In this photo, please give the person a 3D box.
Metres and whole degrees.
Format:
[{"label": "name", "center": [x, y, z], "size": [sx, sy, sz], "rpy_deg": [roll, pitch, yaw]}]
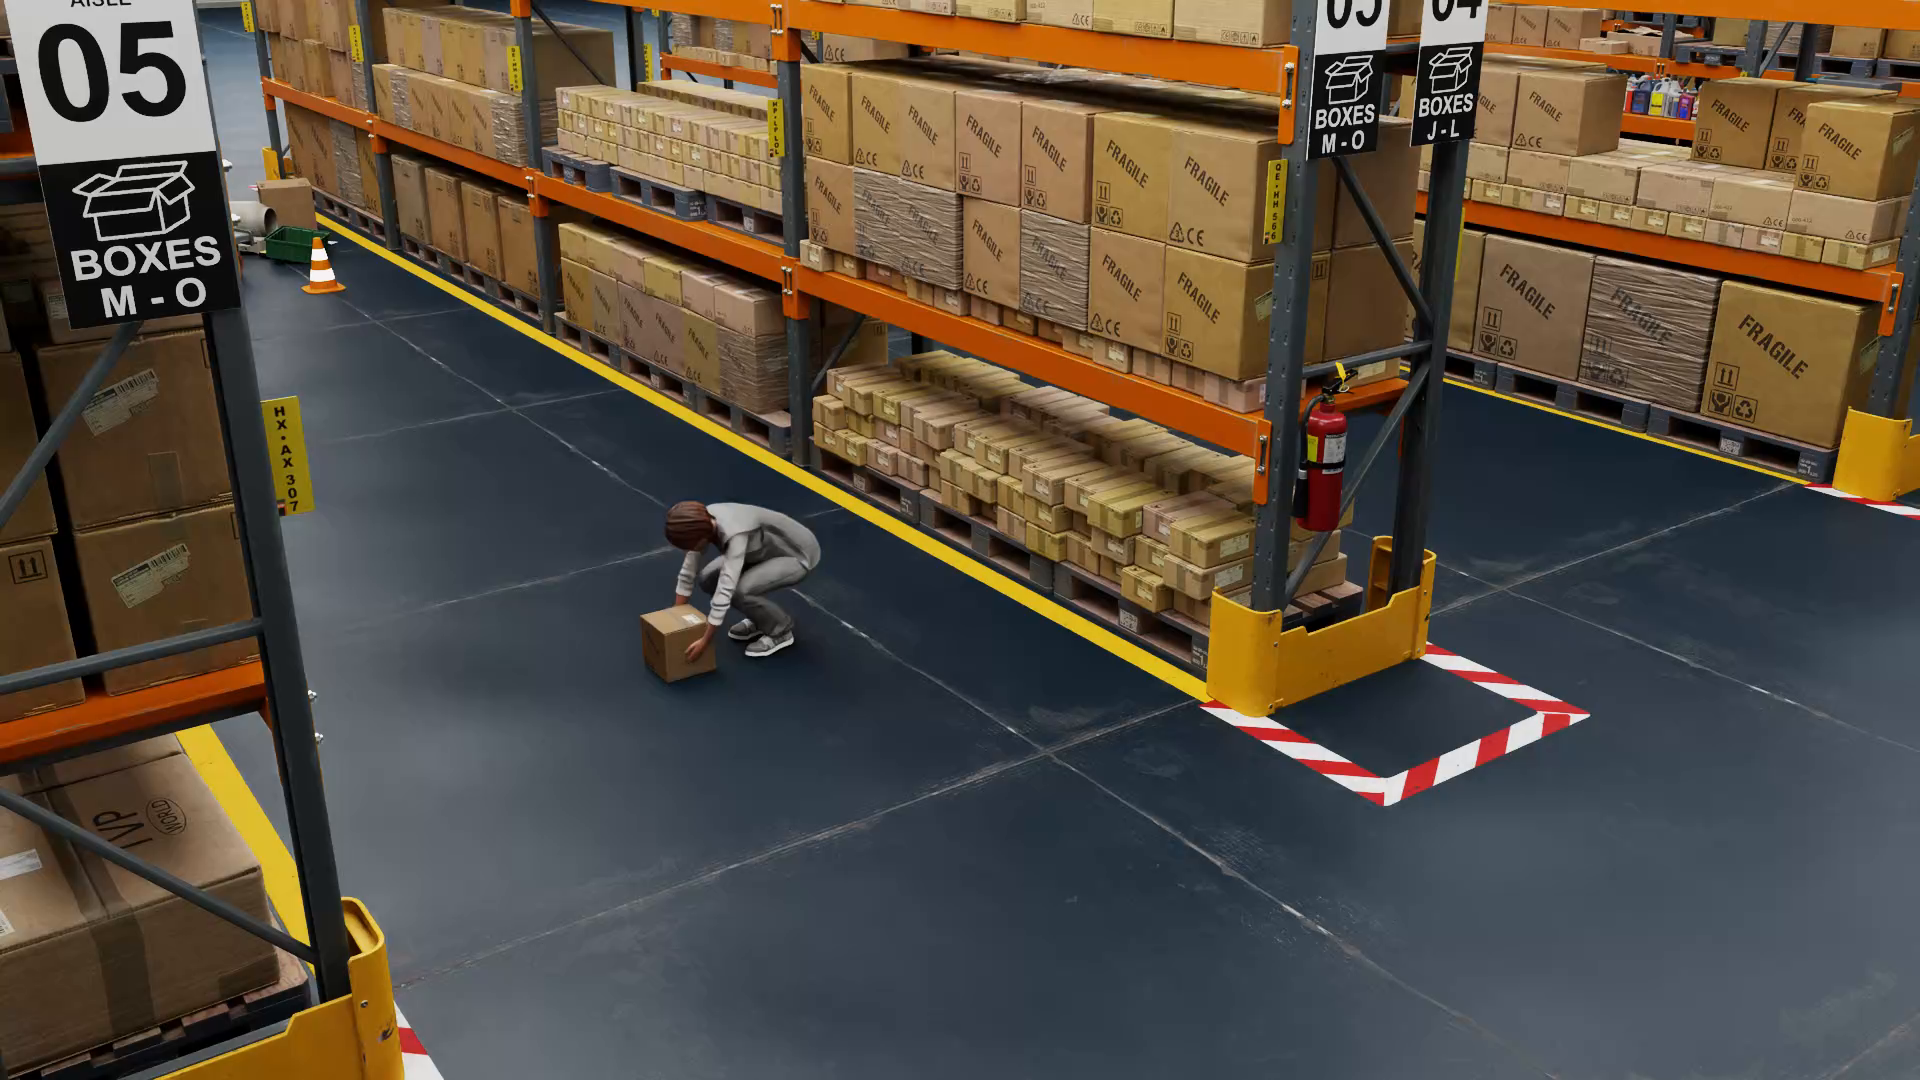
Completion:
[{"label": "person", "center": [-1.018, 0.141, 7.802], "size": [0.803, 0.820, 0.443], "rpy_deg": [-15, 26, -33]}]
